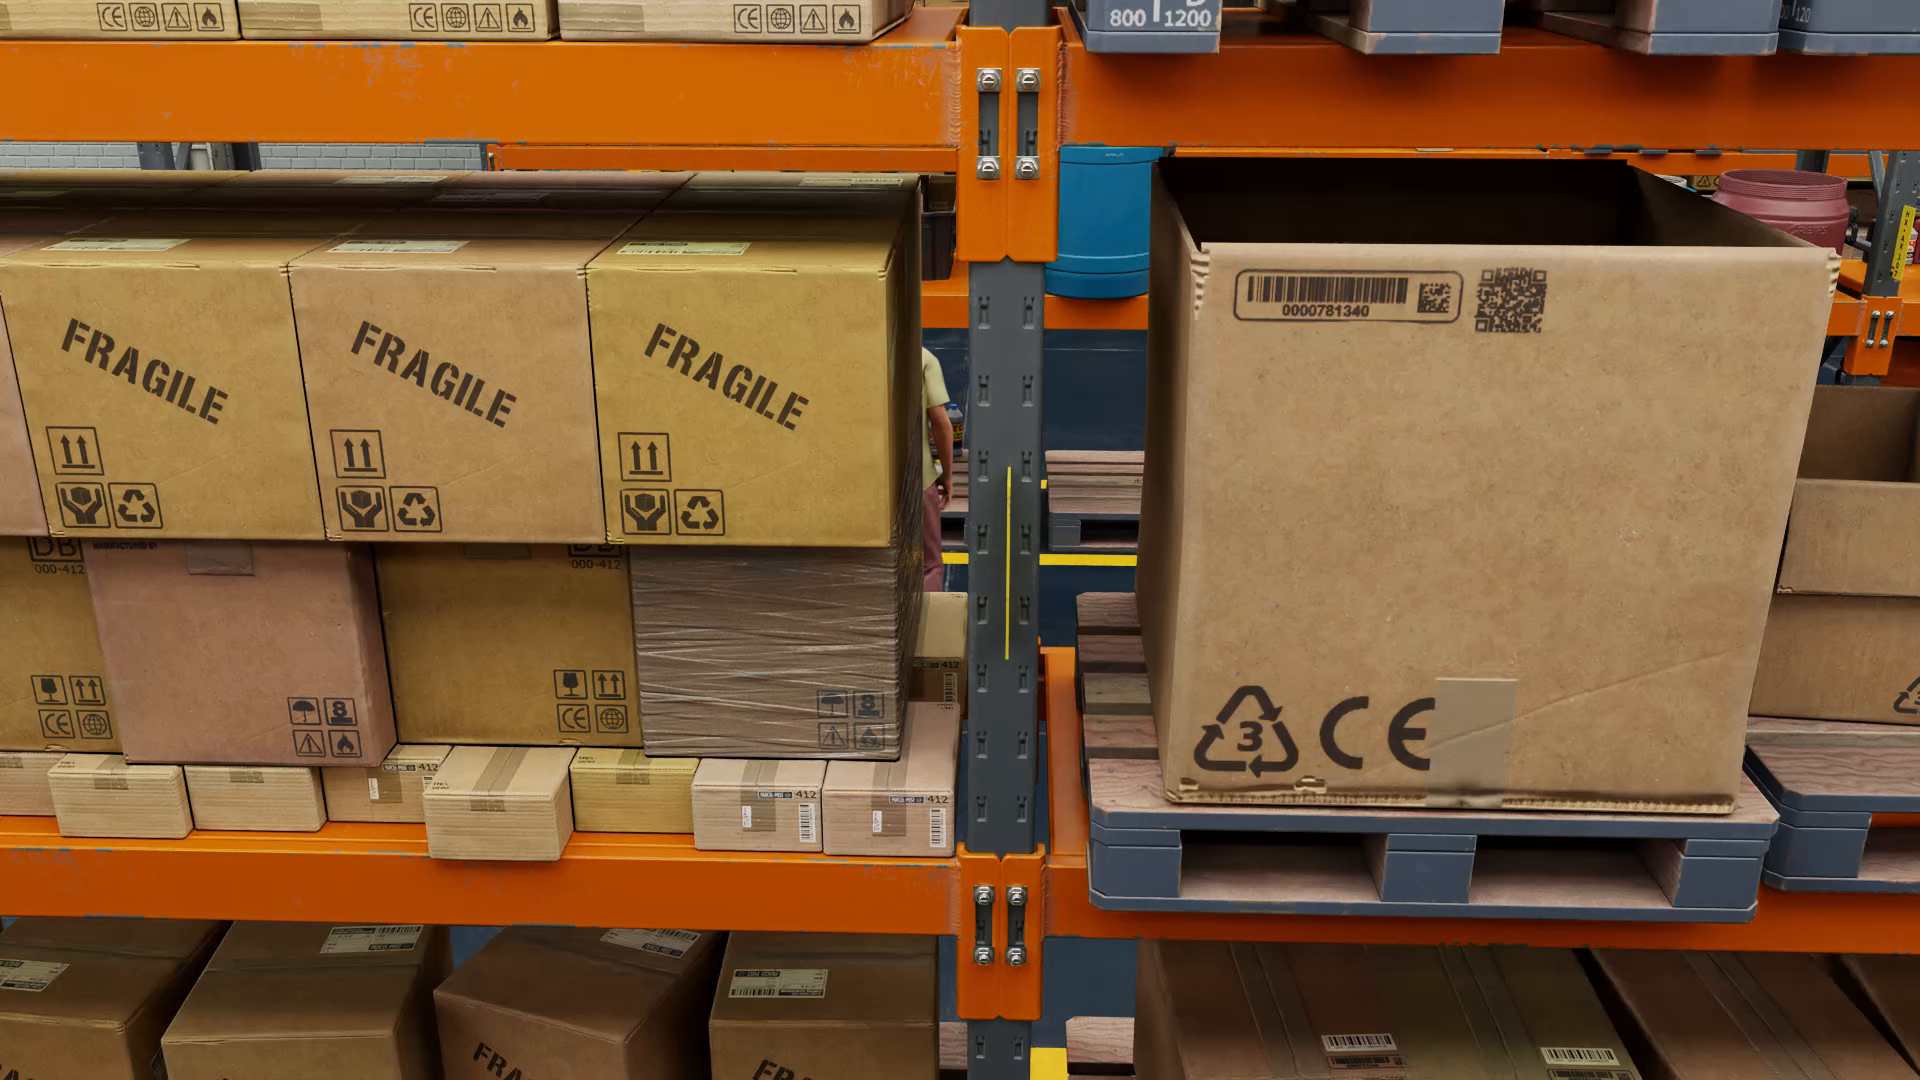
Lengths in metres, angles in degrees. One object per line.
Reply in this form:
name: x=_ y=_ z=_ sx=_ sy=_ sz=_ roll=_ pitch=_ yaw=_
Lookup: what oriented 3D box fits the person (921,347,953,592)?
person: x=-0.272 y=-0.235 z=6.700 sx=0.506 sy=1.671 sz=0.416 roll=0 pitch=21 yaw=-1
